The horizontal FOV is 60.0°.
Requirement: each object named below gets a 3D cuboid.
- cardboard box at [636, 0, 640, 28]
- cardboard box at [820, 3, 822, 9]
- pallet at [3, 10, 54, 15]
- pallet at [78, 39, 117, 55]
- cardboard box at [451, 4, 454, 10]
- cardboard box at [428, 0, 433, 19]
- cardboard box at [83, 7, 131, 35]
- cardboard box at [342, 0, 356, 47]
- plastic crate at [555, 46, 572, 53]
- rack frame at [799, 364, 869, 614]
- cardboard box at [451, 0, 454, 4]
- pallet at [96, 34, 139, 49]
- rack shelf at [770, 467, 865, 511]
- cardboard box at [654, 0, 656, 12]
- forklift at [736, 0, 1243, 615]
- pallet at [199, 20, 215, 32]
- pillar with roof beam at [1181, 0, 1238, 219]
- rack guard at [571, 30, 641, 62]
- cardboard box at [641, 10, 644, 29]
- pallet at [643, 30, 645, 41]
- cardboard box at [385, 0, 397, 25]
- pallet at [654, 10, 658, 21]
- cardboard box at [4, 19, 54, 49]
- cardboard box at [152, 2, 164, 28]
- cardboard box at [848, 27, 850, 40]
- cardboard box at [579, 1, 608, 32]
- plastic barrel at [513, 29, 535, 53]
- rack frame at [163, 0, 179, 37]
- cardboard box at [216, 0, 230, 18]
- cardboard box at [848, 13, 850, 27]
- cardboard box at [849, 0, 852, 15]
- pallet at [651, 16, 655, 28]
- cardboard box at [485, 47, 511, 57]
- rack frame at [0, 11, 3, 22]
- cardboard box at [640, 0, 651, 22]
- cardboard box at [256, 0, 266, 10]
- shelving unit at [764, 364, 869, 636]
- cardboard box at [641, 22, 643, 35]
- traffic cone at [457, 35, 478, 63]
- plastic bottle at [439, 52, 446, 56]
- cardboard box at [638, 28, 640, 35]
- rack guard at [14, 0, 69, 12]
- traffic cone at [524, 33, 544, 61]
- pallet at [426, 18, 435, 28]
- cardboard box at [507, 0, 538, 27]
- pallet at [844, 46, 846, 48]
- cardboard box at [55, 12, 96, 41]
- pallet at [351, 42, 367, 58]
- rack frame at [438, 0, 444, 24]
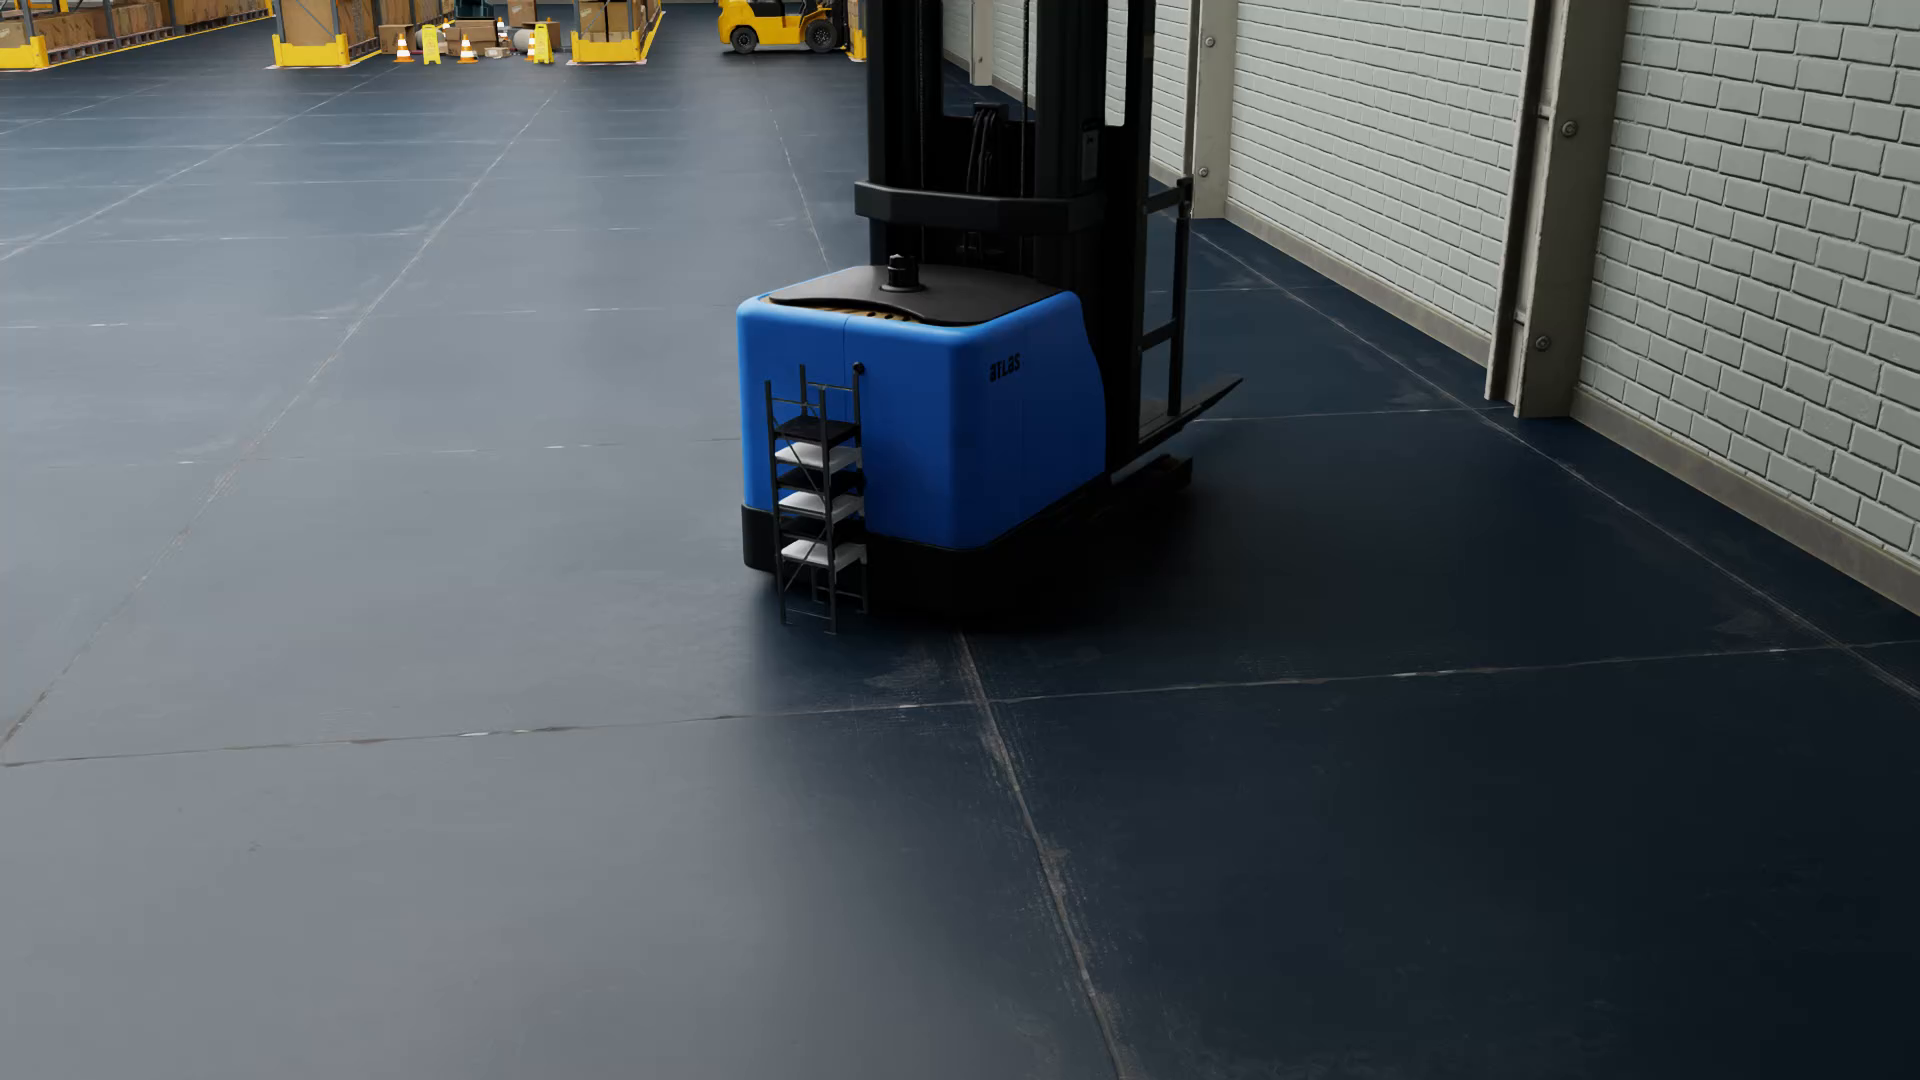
[{"bbox_3d":[-6.224,-9.782,30.877,0.500,0.500,0.500,-3,21,-7],"label":"cardboard box"},{"bbox_3d":[-3.051,-12.762,39.571,0.500,0.500,0.500,-4,21,-9],"label":"cardboard box"},{"bbox_3d":[-23.168,-13.062,41.387,1.003,0.211,1.213,-3,21,-8],"label":"pallet"},{"bbox_3d":[-16.485,-9.214,31.084,1.003,0.211,1.213,-3,21,-8],"label":"pallet"},{"bbox_3d":[-12.885,-13.365,41.687,0.380,0.149,0.250,-3,21,-7],"label":"cardboard box"},{"bbox_3d":[-12.348,-12.163,37.966,0.500,0.500,0.500,-3,21,-9],"label":"cardboard box"},{"bbox_3d":[-16.734,-10.166,32.591,0.700,0.500,0.500,-3,21,-8],"label":"cardboard box"},{"bbox_3d":[-11.410,-9.318,29.815,0.875,0.875,0.875,-3,21,-9],"label":"cardboard box"},{"bbox_3d":[-7.396,-9.298,31.496,0.402,0.080,0.583,-11,23,-26],"label":"plastic crate"},{"bbox_3d":[-0.442,-0.171,5.864,0.240,0.900,0.006,11,26,28],"label":"rack frame"},{"bbox_3d":[-12.816,-13.411,41.385,0.380,0.149,0.250,-3,21,-7],"label":"cardboard box"},{"bbox_3d":[-16.731,-9.714,32.423,1.003,0.211,1.213,-3,21,-8],"label":"pallet"},{"bbox_3d":[-0.493,-0.188,5.761,0.258,0.077,0.200,11,26,28],"label":"rack shelf"},{"bbox_3d":[-7.948,-13.240,40.939,0.875,0.438,0.875,-3,21,-9],"label":"cardboard box"},{"bbox_3d":[0.357,-1.580,6.757,1.130,2.935,3.031,11,23,28],"label":"forklift"},{"bbox_3d":[-17.405,-11.528,37.279,1.003,0.211,1.213,-3,21,-8],"label":"pallet"},{"bbox_3d":[-2.196,-6.765,11.967,9.100,9.000,0.400,-3,21,-8],"label":"pillar with roof beam"},{"bbox_3d":[-6.245,-8.721,29.351,1.175,0.500,0.348,-3,21,-8],"label":"rack guard"},{"bbox_3d":[-6.996,-10.647,34.090,0.950,0.372,0.625,-2,21,-4],"label":"cardboard box"},{"bbox_3d":[-6.924,-10.214,33.761,1.003,0.211,1.213,-3,21,-8],"label":"pallet"},{"bbox_3d":[-12.008,-10.653,33.568,1.050,0.750,0.750,-3,21,-8],"label":"cardboard box"},{"bbox_3d":[-7.996,-12.981,41.171,1.003,0.211,1.213,-3,21,-8],"label":"pallet"},{"bbox_3d":[-16.234,-8.814,29.000,0.500,0.500,0.500,2,21,6],"label":"cardboard box"},{"bbox_3d":[-17.077,-10.940,34.663,0.700,0.500,0.500,-4,21,-11],"label":"cardboard box"},{"bbox_3d":[-1.828,-9.519,31.245,0.500,0.250,0.500,-3,21,-7],"label":"cardboard box"},{"bbox_3d":[-6.607,-9.390,29.827,0.500,0.500,0.500,-3,21,-7],"label":"cardboard box"},{"bbox_3d":[-8.030,-9.298,31.005,0.512,0.421,0.421,12,24,30],"label":"plastic barrel"},{"bbox_3d":[-17.194,-12.136,34.921,1.000,3.000,0.127,-3,21,-8],"label":"rack frame"},{"bbox_3d":[-17.658,-12.501,38.337,1.225,0.875,0.875,-3,21,-8],"label":"cardboard box"},{"bbox_3d":[-1.859,-9.765,31.189,0.500,0.250,0.500,-3,21,-9],"label":"cardboard box"},{"bbox_3d":[-1.777,-9.815,30.607,0.500,0.250,0.500,-3,21,-7],"label":"cardboard box"},{"bbox_3d":[-7.599,-12.027,38.617,1.003,0.211,1.213,-3,21,-8],"label":"pallet"},{"bbox_3d":[-8.422,-8.882,30.284,0.380,0.149,0.250,8,22,20],"label":"cardboard box"},{"bbox_3d":[-22.671,-13.271,37.961,1.000,3.000,0.127,-3,21,-8],"label":"rack frame"},{"bbox_3d":[-7.404,-12.080,37.209,0.875,0.875,0.875,-3,21,-8],"label":"cardboard box"},{"bbox_3d":[-18.175,-13.889,42.053,0.875,0.875,0.875,-3,21,-8],"label":"cardboard box"},{"bbox_3d":[-0.492,-0.136,5.783,0.258,0.900,0.210,11,26,28],"label":"shelving unit"},{"bbox_3d":[-6.459,-9.968,32.448,0.500,0.250,0.500,-2,21,-5],"label":"cardboard box"},{"bbox_3d":[-8.622,-8.587,29.047,0.336,0.463,0.334,-3,21,-8],"label":"traffic cone"},{"bbox_3d":[-9.540,-8.933,30.547,0.133,0.061,0.283,-11,23,-26],"label":"plastic bottle"},{"bbox_3d":[-6.143,-9.245,30.511,0.500,0.250,0.500,-2,21,-6],"label":"cardboard box"},{"bbox_3d":[-23.264,-13.492,42.127,1.175,0.500,0.348,-3,21,-8],"label":"rack guard"},{"bbox_3d":[-7.572,-8.761,29.512,0.336,0.463,0.334,-3,21,-8],"label":"traffic cone"},{"bbox_3d":[-12.555,-11.737,37.839,1.003,0.211,1.213,-3,21,-8],"label":"pallet"},{"bbox_3d":[-8.568,-10.334,32.588,0.500,0.500,0.500,-3,21,-8],"label":"cardboard box"},{"bbox_3d":[-1.826,-9.919,32.970,1.003,0.211,1.213,-3,21,-8],"label":"pallet"},{"bbox_3d":[-16.599,-9.636,31.201,0.500,0.500,0.500,-4,21,-9],"label":"cardboard box"},{"bbox_3d":[-11.483,-8.969,30.429,1.003,0.211,1.213,-3,21,-8],"label":"pallet"},{"bbox_3d":[-12.847,-13.736,39.206,1.000,3.000,0.127,-3,21,-8],"label":"rack frame"}]
